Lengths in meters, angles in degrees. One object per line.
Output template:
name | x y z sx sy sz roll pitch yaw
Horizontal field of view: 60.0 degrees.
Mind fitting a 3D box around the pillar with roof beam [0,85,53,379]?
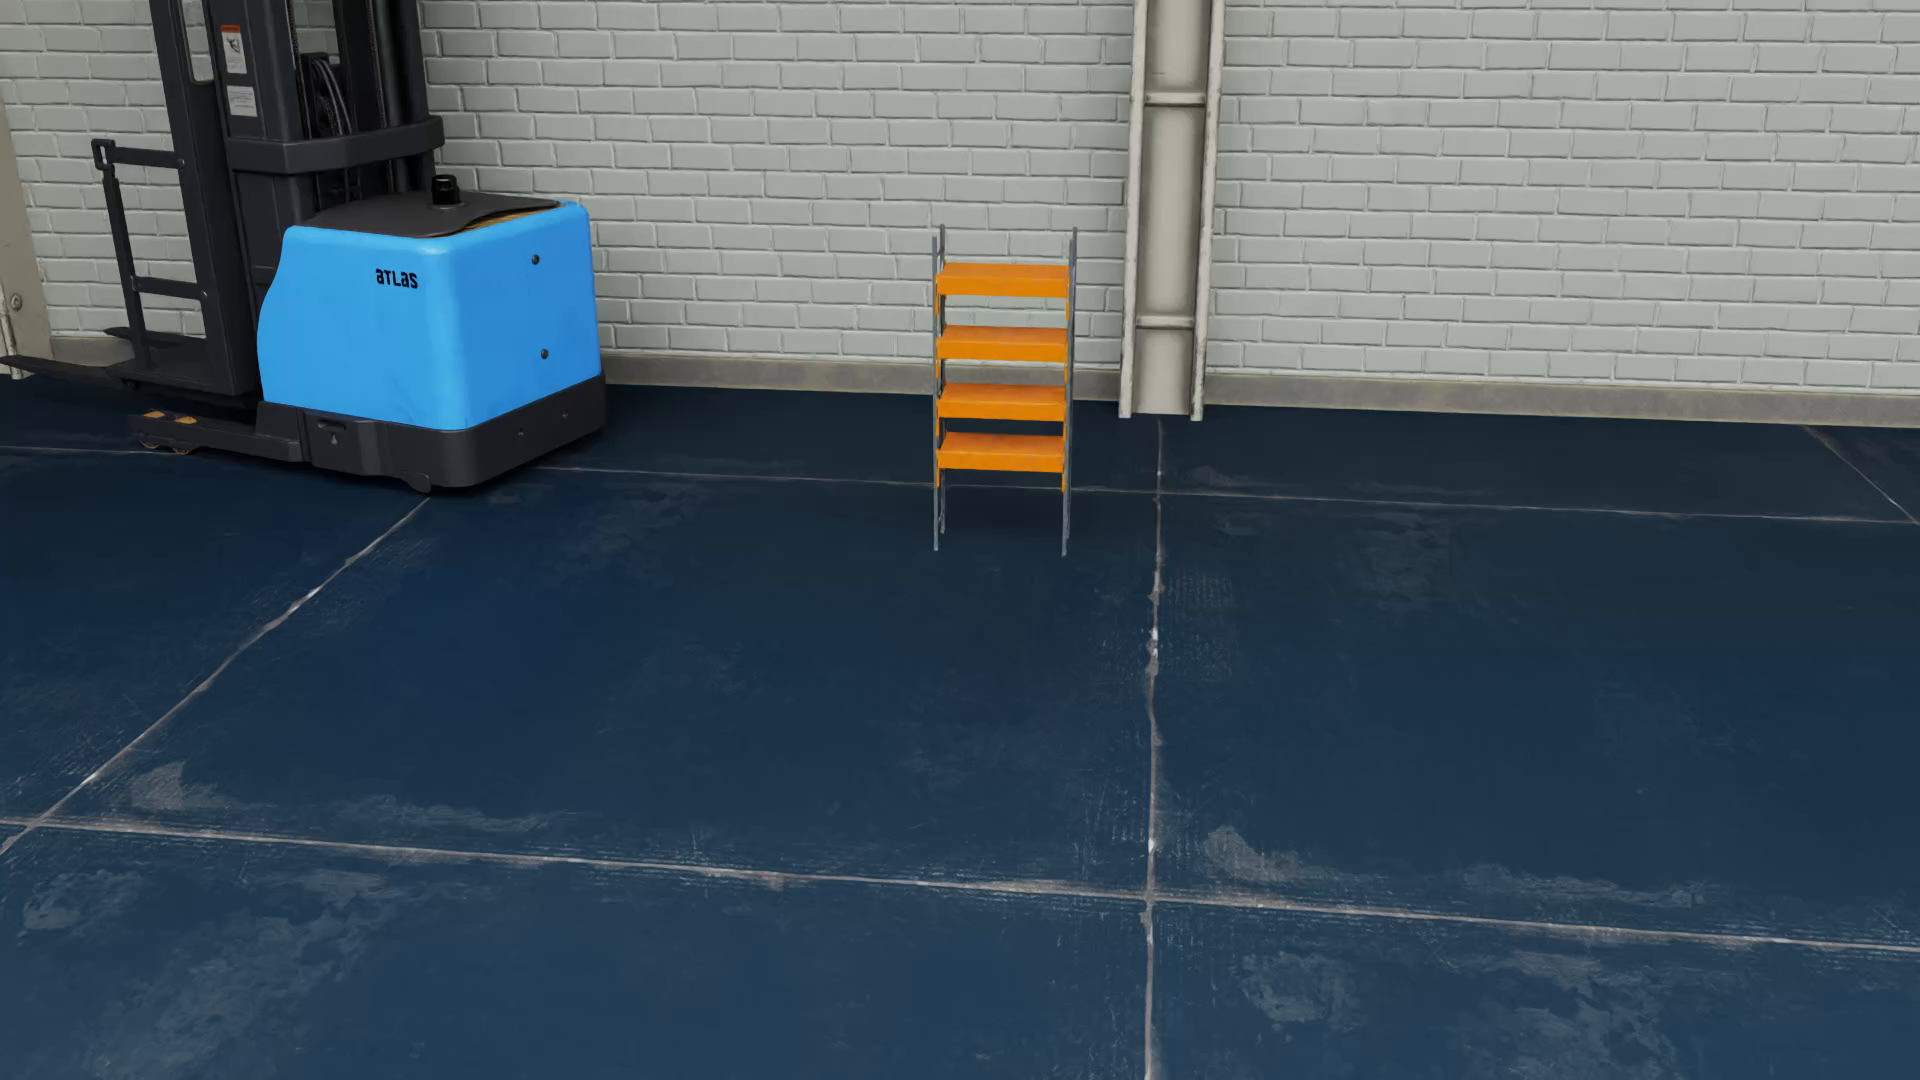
pillar with roof beam | -5.496 -3.502 3.058 0.400 9.000 9.100 2 22 6

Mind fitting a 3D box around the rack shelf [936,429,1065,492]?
rack shelf | 0.164 -0.304 6.299 0.480 0.148 0.258 2 22 6

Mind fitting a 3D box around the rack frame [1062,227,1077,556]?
rack frame | 0.407 -0.540 6.174 0.015 1.200 0.240 2 22 6

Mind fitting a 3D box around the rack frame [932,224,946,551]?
rack frame | -0.078 -0.561 6.228 0.015 1.200 0.240 2 22 6

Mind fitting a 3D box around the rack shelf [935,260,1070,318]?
rack shelf | 0.164 -0.916 6.057 0.480 0.148 0.258 2 22 6

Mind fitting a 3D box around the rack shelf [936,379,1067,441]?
rack shelf | 0.164 -0.488 6.226 0.480 0.148 0.258 2 22 6

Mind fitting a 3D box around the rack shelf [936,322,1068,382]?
rack shelf | 0.164 -0.696 6.144 0.480 0.148 0.258 2 22 6

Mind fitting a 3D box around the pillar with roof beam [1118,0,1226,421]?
pillar with roof beam | 0.462 -3.242 2.401 0.400 9.000 9.100 2 22 6

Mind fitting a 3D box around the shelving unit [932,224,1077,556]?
shelving unit | 0.164 -0.551 6.201 0.503 1.200 0.258 2 22 6

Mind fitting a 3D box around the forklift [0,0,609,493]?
forklift | -3.161 -1.907 7.277 3.031 2.935 1.130 10 24 23
